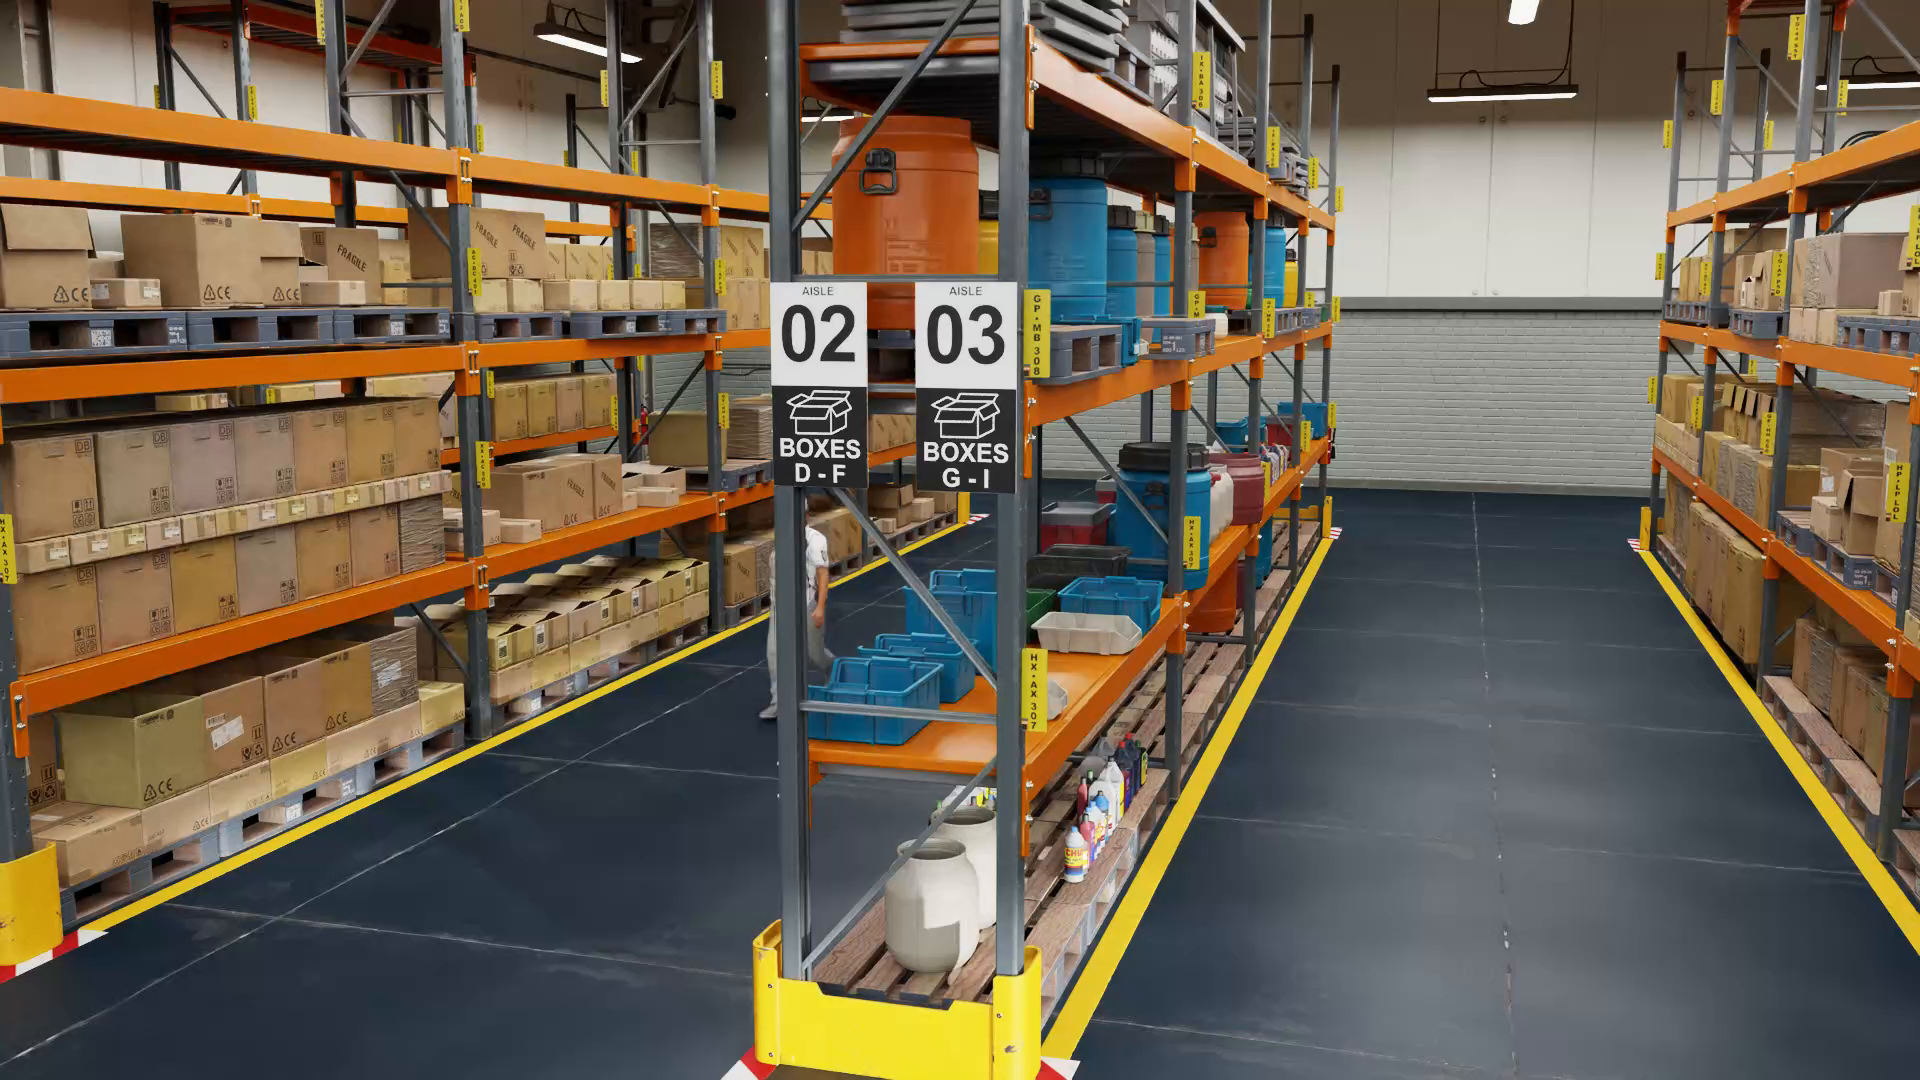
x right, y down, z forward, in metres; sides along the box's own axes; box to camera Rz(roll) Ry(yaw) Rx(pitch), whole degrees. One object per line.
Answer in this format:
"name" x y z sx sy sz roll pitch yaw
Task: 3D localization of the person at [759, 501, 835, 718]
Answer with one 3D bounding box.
"person" -1.187 0.480 12.553 0.490 1.625 0.890 4 9 24
